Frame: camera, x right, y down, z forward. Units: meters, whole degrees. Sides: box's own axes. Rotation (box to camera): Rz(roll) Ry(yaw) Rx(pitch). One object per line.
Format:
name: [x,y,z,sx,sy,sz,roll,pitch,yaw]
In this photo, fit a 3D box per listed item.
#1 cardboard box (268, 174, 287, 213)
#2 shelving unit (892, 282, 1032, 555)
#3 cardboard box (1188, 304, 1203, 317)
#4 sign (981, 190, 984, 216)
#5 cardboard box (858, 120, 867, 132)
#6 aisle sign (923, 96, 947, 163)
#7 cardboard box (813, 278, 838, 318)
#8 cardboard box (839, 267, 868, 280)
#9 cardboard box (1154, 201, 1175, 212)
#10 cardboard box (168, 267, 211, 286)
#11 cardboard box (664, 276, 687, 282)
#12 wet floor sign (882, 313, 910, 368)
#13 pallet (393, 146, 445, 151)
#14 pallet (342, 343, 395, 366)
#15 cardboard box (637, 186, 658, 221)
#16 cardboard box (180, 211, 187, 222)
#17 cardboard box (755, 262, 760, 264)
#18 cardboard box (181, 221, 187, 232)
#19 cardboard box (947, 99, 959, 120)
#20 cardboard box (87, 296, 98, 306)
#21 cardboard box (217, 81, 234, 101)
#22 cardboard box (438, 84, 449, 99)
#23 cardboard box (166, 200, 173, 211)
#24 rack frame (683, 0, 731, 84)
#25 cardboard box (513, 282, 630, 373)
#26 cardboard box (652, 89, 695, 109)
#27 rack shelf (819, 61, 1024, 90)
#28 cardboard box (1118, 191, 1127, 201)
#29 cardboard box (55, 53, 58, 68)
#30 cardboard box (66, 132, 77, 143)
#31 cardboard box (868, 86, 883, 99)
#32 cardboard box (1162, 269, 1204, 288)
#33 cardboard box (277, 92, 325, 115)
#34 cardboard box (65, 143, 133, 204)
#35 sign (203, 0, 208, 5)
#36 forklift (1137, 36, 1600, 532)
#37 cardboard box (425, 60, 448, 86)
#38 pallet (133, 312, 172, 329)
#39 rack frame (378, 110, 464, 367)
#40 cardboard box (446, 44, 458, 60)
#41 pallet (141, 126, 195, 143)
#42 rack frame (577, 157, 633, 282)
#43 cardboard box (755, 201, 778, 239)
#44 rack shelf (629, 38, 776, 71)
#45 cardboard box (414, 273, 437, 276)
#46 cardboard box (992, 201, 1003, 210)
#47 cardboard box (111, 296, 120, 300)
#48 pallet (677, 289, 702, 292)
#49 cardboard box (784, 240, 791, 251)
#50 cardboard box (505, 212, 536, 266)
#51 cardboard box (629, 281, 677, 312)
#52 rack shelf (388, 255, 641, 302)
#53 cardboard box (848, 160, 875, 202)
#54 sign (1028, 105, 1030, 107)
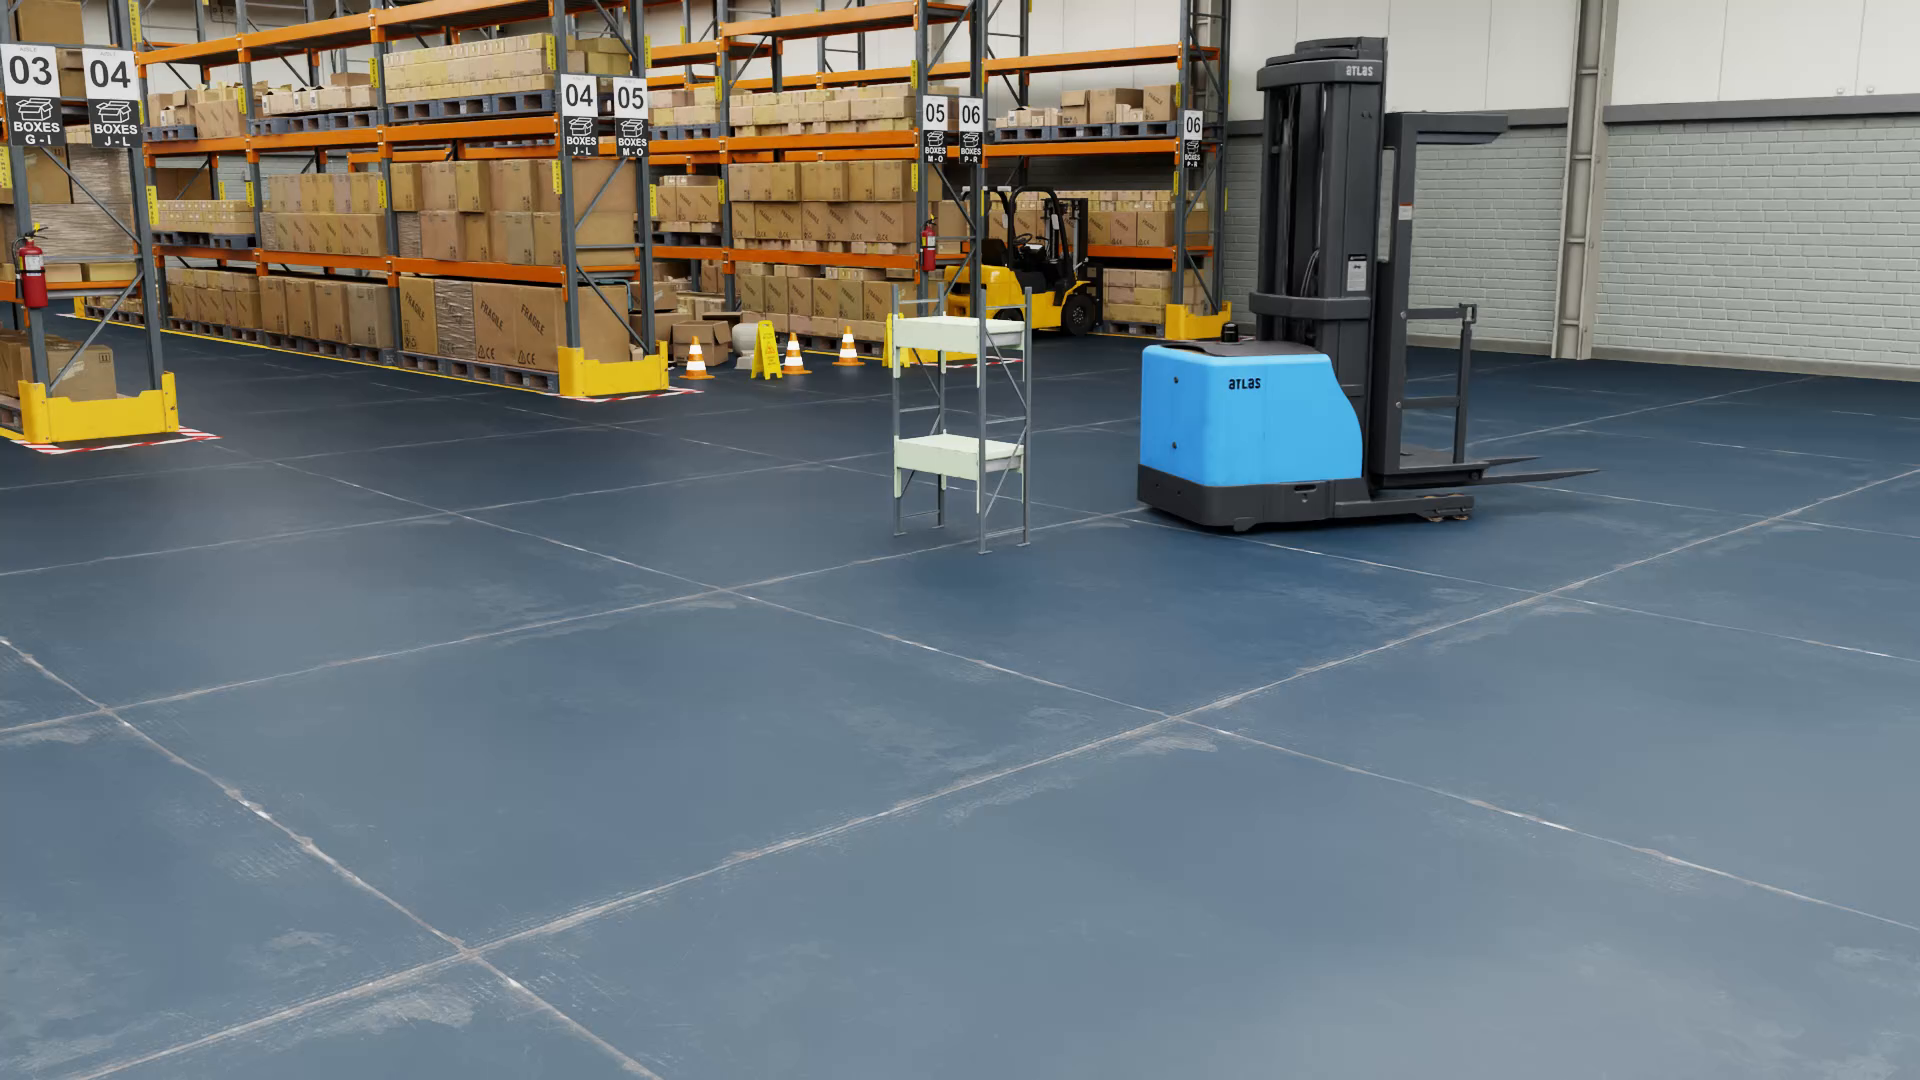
cardboard box: [-8.864,-4.673,22.434,0.700,0.500,0.500,-11,16,-43]
shelving unit: [0.005,-0.734,9.755,0.431,1.500,0.755,-11,16,-43]
cardboard box: [3.258,-3.388,24.698,0.500,0.250,0.500,-11,16,-42]
sign: [0.260,-4.238,20.902,0.100,0.325,0.005,-11,16,-43]
cardboard box: [-1.062,-5.219,20.999,0.380,0.149,0.250,-11,16,-42]
aisle sign: [-0.299,-4.962,20.120,0.394,0.787,0.004,-11,16,-43]
cardboard box: [-1.580,-3.195,21.903,0.500,0.500,0.500,11,16,44]
cardboard box: [-1.347,-3.444,21.503,0.380,0.149,0.250,-11,16,-42]
cardboard box: [3.013,-4.809,23.963,0.380,0.149,0.250,-11,16,-42]
cardboard box: [-11.610,-3.989,25.135,0.500,0.250,0.500,11,16,43]
cardboard box: [-5.675,-5.141,33.165,0.396,0.266,0.258,-10,15,-41]
wet floor sign: [-0.775,-2.408,20.002,0.267,0.644,0.232,-5,13,-23]
pallet: [-9.815,-7.214,30.280,1.003,0.211,1.213,-11,16,-43]
pallet: [-6.992,-2.354,20.813,1.003,0.211,1.213,-11,16,-43]
cardboard box: [-4.437,-4.983,24.636,0.500,0.500,0.500,11,16,43]
cardboard box: [-11.080,-4.701,24.140,0.380,0.149,0.250,-11,16,-43]
cardboard box: [-3.622,-5.174,31.139,0.380,0.149,0.250,-11,16,-42]
cardboard box: [-11.084,-4.556,24.175,0.380,0.149,0.250,-11,16,-44]
cardboard box: [-0.287,-5.390,20.841,0.500,0.250,0.500,-11,16,-44]
cardboard box: [-14.561,-4.057,28.195,0.380,0.149,0.250,-10,16,-41]
cardboard box: [-9.999,-6.190,22.944,0.396,0.266,0.258,-11,16,-43]
cardboard box: [-5.518,-4.932,18.318,0.380,0.149,0.250,-11,16,-43]
cardboard box: [-11.447,-4.923,24.481,0.380,0.149,0.250,-11,16,-43]
rack frame: [-4.832,-9.120,31.878,1.000,3.000,0.127,-11,16,-43]
cardboard box: [-4.158,-2.289,17.811,0.875,0.875,0.875,-11,16,-42]
cardboard box: [-4.107,-6.381,24.108,0.500,0.250,0.500,-11,16,-42]
rack shelf: [-0.688,-7.696,27.740,1.077,0.370,4.000,-11,16,-43]
cardboard box: [2.544,-5.079,24.536,0.380,0.149,0.250,-11,16,-42]
cardboard box: [-7.695,-4.092,14.288,0.380,0.149,0.250,-11,16,-44]
cardboard box: [-14.567,-6.663,27.758,0.500,0.250,0.500,-10,15,-41]
cardboard box: [-0.919,-5.561,20.682,0.380,0.149,0.250,-11,16,-43]
cardboard box: [3.260,-3.876,24.585,0.500,0.250,0.500,-11,16,-43]
cardboard box: [-8.480,-5.642,21.514,0.500,0.250,0.500,-10,16,-41]
cardboard box: [-7.482,-3.160,14.353,0.500,0.500,0.500,-11,16,-43]
sign: [-11.532,-8.337,25.367,0.100,0.325,0.005,-11,16,-43]
forklift: [2.726,-1.643,10.624,3.031,2.935,1.130,-4,12,-19]
cardboard box: [-5.571,-5.156,18.417,0.500,0.250,0.500,-11,16,-43]
pallet: [-12.419,-3.512,26.437,1.003,0.211,1.213,-11,16,-43]
rack frame: [-6.405,-3.618,20.036,1.000,3.000,0.127,-11,16,-43]
cardboard box: [-5.348,-5.286,18.061,0.380,0.149,0.250,-11,16,-43]
pallet: [-11.580,-6.057,24.910,1.213,0.211,1.003,-11,16,-43]
rack frame: [-5.657,-4.906,26.290,1.000,3.000,0.127,-11,16,-43]
cardboard box: [-2.429,-4.344,22.576,0.500,0.500,0.500,-11,16,-43]
rack shelf: [-4.276,-7.004,24.380,1.077,0.370,4.000,-11,16,-43]
cardboard box: [-9.394,-4.678,30.490,0.875,0.438,0.875,11,16,43]
cardboard box: [0.723,-5.298,26.337,0.380,0.149,0.250,-11,16,-43]
cardboard box: [-13.784,-4.062,27.483,0.250,0.149,0.380,11,16,42]
pallet: [-5.305,-4.916,33.252,1.003,0.211,1.213,-11,16,-43]
cardboard box: [-2.139,-3.969,22.364,0.380,0.149,0.250,-11,16,-43]
cardboard box: [-4.327,-3.232,17.795,0.875,0.550,0.550,-11,16,-43]
cardboard box: [-4.161,-3.216,22.407,0.500,0.500,0.500,-11,16,-43]
rack shelf: [-5.024,-2.973,18.692,1.077,0.370,4.000,-11,16,-43]
cardboard box: [-0.987,-4.542,21.059,0.700,0.500,0.500,-11,16,-42]
sign: [1.093,-6.853,26.830,0.100,0.325,0.005,-11,16,-43]
